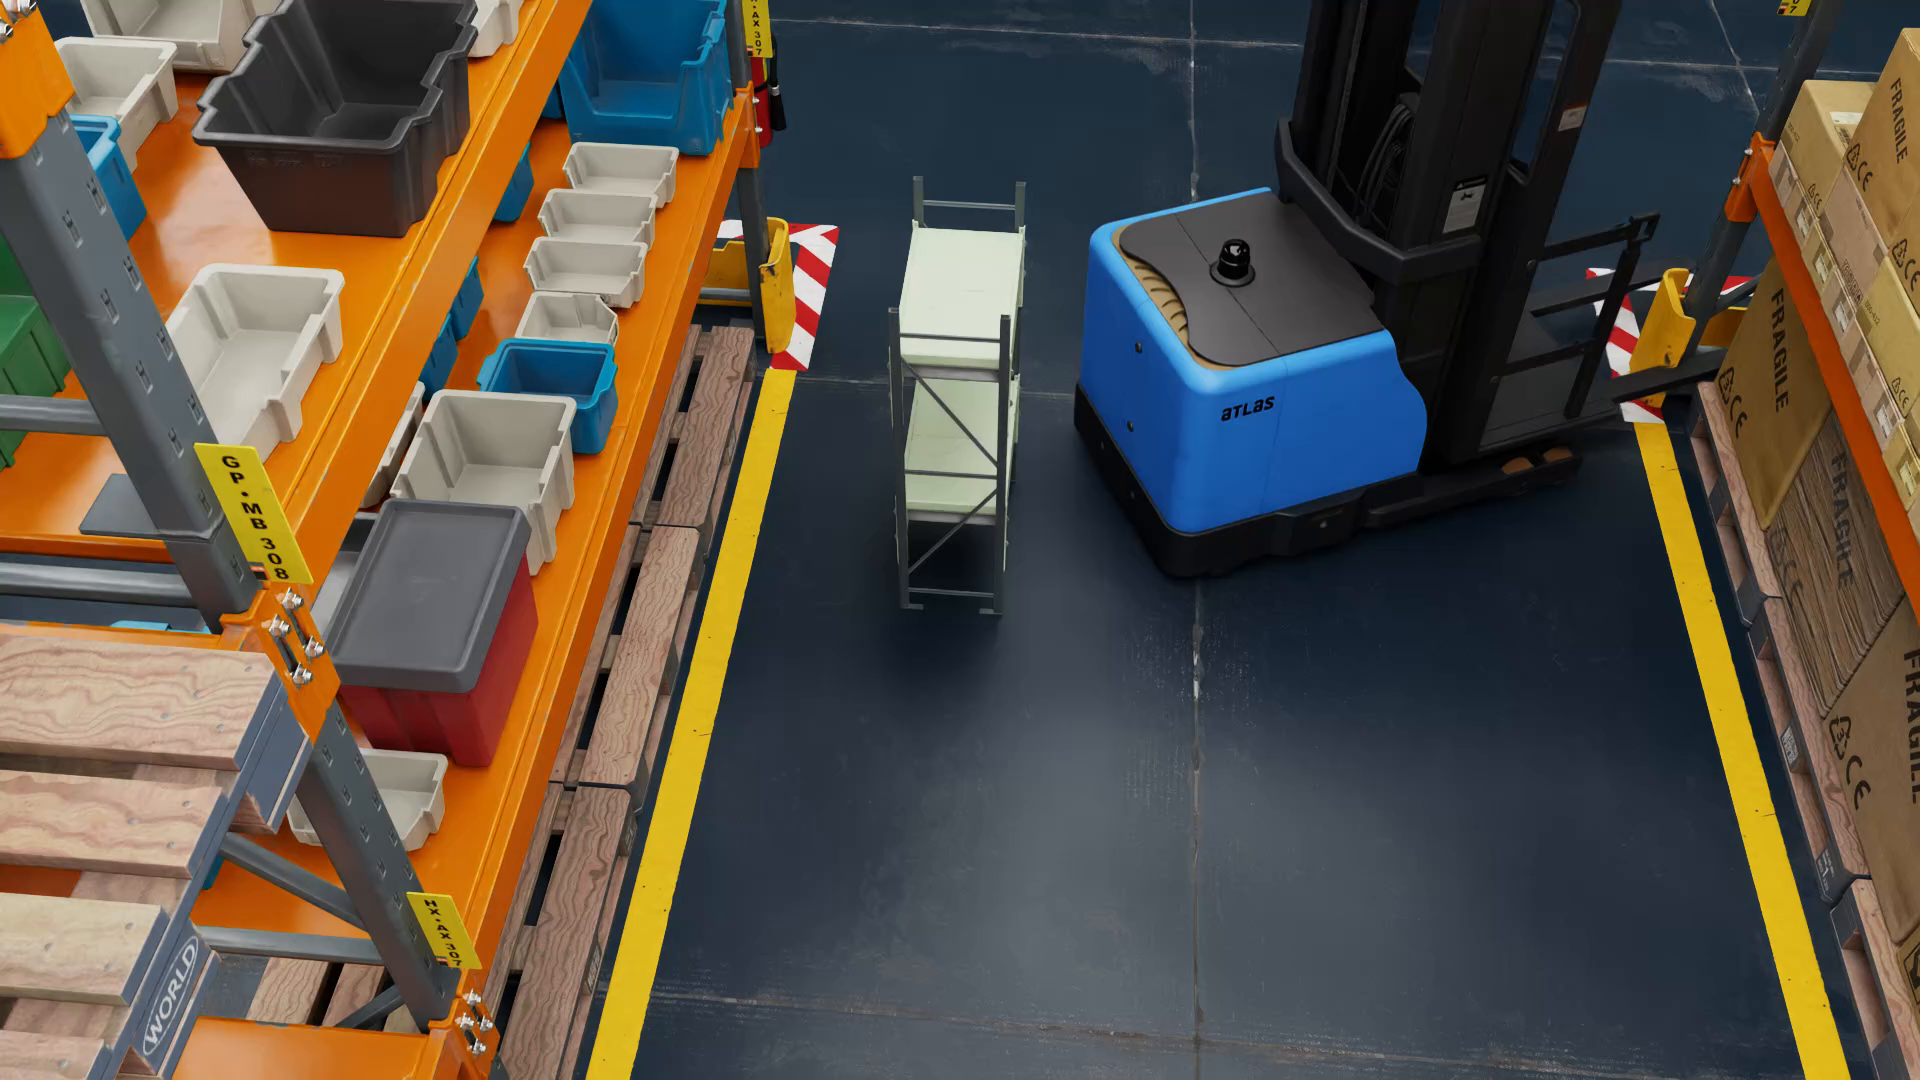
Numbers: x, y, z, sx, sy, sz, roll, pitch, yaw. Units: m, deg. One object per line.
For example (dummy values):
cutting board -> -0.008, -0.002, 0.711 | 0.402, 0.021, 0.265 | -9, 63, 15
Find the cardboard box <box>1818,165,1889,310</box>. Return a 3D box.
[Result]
cardboard box -> 3.236, -1.001, 5.559 | 0.500, 0.250, 0.500 | 3, 48, 3

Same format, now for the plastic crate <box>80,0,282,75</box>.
plastic crate -> -1.853, -1.366, 4.040 | 0.437, 0.282, 0.530 | 4, 48, 4

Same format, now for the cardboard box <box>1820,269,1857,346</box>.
cardboard box -> 3.161, -0.776, 5.623 | 0.380, 0.149, 0.250 | 3, 48, 3

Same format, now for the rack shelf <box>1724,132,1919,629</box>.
rack shelf -> 3.407, 0.044, 5.190 | 1.077, 0.370, 4.000 | 4, 48, 4

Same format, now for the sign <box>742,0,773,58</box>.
sign -> -0.794, -2.031, 6.490 | 0.100, 0.325, 0.005 | 4, 48, 4

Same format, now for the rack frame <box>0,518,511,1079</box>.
rack frame -> -1.708, 0.938, 3.885 | 1.000, 3.000, 0.127 | 4, 48, 4

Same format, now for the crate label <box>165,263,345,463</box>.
crate label -> -1.375, -0.325, 3.187 | 0.293, 0.136, 0.466 | 4, 48, 4

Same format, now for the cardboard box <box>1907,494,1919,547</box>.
cardboard box -> 3.067, -0.021, 4.933 | 0.380, 0.149, 0.250 | 5, 48, 4

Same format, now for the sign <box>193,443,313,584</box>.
sign -> -1.160, -0.039, 2.740 | 0.100, 0.325, 0.005 | 4, 48, 4

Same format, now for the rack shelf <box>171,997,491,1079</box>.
rack shelf -> -1.890, 2.651, 2.806 | 1.077, 0.370, 4.000 | 4, 48, 4

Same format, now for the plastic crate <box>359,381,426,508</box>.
plastic crate -> -1.848, -0.293, 5.149 | 0.293, 0.136, 0.466 | 4, 48, 4

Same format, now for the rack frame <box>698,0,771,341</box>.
rack frame -> -1.343, -2.001, 6.573 | 1.000, 3.000, 0.127 | 4, 48, 4

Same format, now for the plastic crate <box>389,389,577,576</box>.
plastic crate -> -1.385, -0.152, 4.922 | 0.437, 0.282, 0.530 | 4, 48, 4

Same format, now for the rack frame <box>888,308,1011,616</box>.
rack frame -> -0.034, -0.232, 5.972 | 0.400, 1.500, 0.023 | 4, 48, 4

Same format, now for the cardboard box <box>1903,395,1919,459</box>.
cardboard box -> 3.144, -0.248, 4.870 | 0.500, 0.250, 0.500 | 3, 48, 3

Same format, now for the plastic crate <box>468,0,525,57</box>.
plastic crate -> -1.284, -1.389, 4.160 | 0.437, 0.136, 0.530 | 4, 48, 4

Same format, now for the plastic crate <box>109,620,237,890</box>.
plastic crate -> -2.005, 0.557, 4.204 | 0.392, 0.384, 0.575 | 4, 48, 4

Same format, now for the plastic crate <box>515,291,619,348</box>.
plastic crate -> -1.288, -0.684, 5.507 | 0.298, 0.136, 0.250 | 4, 48, 4

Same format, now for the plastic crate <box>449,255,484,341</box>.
plastic crate -> -1.814, -0.838, 5.582 | 0.416, 0.233, 0.300 | 4, 48, 4

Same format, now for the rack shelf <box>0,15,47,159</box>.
rack shelf -> -1.890, 0.761, 0.740 | 1.077, 0.370, 4.000 | 4, 48, 4

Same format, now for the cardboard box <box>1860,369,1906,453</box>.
cardboard box -> 3.113, -0.400, 5.279 | 0.380, 0.149, 0.250 | 3, 48, 3

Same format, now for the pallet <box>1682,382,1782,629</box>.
pallet -> 3.594, -0.134, 6.756 | 1.003, 0.211, 1.213 | 4, 48, 4

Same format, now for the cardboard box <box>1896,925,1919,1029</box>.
cardboard box -> 3.364, 1.367, 4.648 | 0.875, 0.875, 0.875 | 4, 48, 4

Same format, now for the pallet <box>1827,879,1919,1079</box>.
pallet -> 3.372, 1.659, 5.116 | 1.003, 0.211, 1.213 | 4, 48, 4

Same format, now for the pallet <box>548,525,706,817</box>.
pallet -> -1.571, 0.437, 6.233 | 1.003, 0.211, 1.213 | 4, 48, 4

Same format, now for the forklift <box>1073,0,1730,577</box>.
forklift -> 2.060, -1.523, 6.182 | 3.031, 2.935, 1.130 | -15, 49, -14

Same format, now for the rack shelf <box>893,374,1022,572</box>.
rack shelf -> -0.001, -0.281, 6.459 | 0.431, 0.370, 0.720 | 4, 48, 4

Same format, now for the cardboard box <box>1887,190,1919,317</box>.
cardboard box -> 3.190, -0.888, 4.947 | 0.500, 0.500, 0.500 | 3, 48, 2

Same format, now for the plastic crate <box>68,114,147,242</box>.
plastic crate -> -1.943, -0.708, 3.471 | 0.416, 0.233, 0.300 | 4, 48, 4

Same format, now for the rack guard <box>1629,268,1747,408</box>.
rack guard -> 3.591, -0.842, 7.207 | 1.175, 0.500, 0.348 | 4, 48, 4

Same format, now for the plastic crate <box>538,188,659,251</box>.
plastic crate -> -1.278, -1.109, 5.895 | 0.396, 0.136, 0.243 | 4, 48, 4

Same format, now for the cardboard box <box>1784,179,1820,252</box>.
cardboard box -> 3.206, -1.156, 5.971 | 0.380, 0.149, 0.250 | 3, 48, 3

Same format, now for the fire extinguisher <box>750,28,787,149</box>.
fire extinguisher -> -0.877, -1.929, 6.813 | 0.296, 0.674, 0.183 | 4, 48, 4

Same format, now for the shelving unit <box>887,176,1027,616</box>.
shelving unit -> -0.001, -0.501, 6.218 | 0.431, 1.500, 0.755 | 4, 48, 4

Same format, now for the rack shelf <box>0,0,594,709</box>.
rack shelf -> -1.526, -1.301, 4.388 | 1.077, 0.370, 4.000 | 4, 48, 4

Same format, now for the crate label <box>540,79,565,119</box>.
crate label -> -1.694, -1.806, 6.467 | 0.416, 0.233, 0.303 | 4, 48, 4

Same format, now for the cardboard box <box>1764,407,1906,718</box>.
cardboard box -> 3.528, 0.052, 5.851 | 0.875, 0.875, 0.875 | 4, 48, 4
